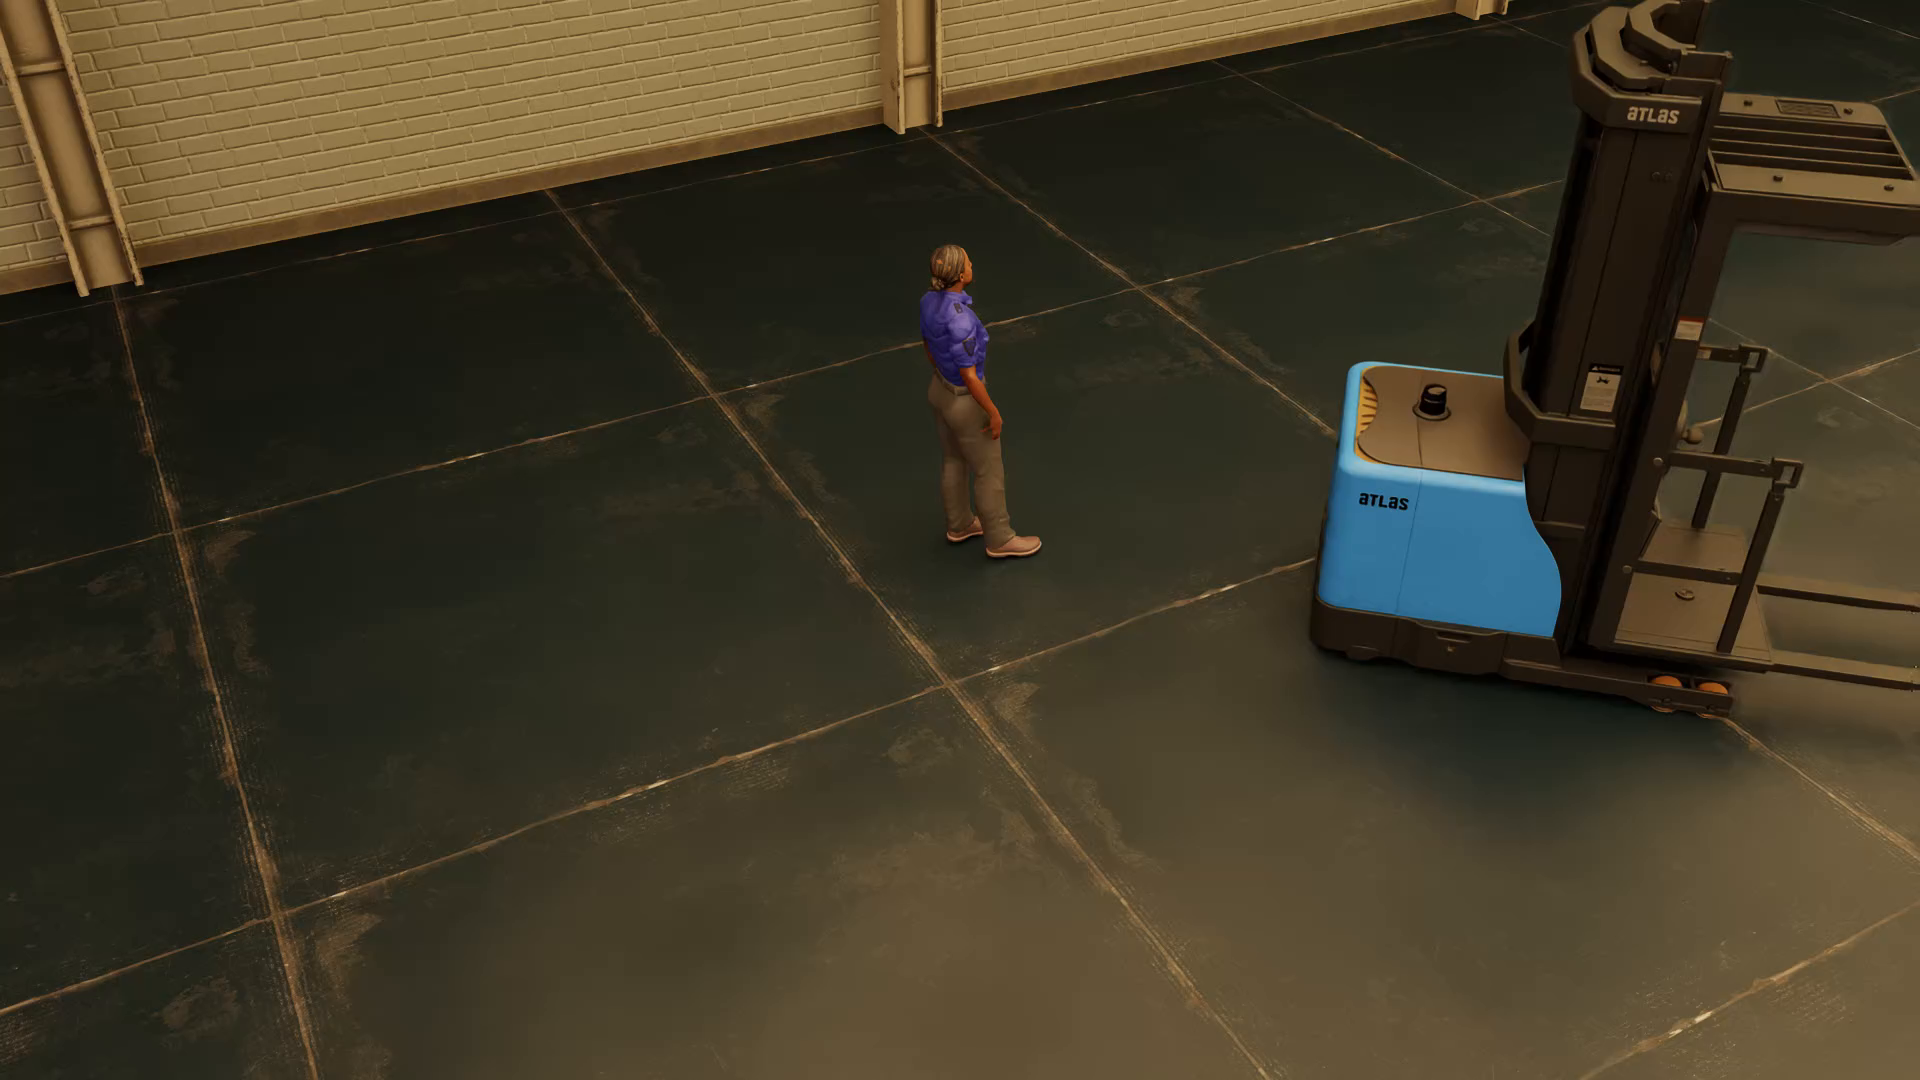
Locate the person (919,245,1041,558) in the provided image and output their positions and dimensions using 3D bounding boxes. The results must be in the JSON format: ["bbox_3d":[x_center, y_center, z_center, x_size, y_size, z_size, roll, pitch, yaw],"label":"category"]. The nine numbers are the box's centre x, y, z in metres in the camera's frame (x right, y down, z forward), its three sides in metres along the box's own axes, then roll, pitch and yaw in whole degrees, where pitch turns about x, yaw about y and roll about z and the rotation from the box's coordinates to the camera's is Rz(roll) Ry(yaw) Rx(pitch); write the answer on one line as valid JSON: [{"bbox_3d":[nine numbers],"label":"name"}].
[{"bbox_3d":[0.086,-0.695,8.200,0.504,1.654,0.570,-17,39,-23],"label":"person"}]

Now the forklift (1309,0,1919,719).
[{"bbox_3d":[3.232,-0.727,7.151,3.031,2.935,1.130,8,36,11],"label":"forklift"}]
